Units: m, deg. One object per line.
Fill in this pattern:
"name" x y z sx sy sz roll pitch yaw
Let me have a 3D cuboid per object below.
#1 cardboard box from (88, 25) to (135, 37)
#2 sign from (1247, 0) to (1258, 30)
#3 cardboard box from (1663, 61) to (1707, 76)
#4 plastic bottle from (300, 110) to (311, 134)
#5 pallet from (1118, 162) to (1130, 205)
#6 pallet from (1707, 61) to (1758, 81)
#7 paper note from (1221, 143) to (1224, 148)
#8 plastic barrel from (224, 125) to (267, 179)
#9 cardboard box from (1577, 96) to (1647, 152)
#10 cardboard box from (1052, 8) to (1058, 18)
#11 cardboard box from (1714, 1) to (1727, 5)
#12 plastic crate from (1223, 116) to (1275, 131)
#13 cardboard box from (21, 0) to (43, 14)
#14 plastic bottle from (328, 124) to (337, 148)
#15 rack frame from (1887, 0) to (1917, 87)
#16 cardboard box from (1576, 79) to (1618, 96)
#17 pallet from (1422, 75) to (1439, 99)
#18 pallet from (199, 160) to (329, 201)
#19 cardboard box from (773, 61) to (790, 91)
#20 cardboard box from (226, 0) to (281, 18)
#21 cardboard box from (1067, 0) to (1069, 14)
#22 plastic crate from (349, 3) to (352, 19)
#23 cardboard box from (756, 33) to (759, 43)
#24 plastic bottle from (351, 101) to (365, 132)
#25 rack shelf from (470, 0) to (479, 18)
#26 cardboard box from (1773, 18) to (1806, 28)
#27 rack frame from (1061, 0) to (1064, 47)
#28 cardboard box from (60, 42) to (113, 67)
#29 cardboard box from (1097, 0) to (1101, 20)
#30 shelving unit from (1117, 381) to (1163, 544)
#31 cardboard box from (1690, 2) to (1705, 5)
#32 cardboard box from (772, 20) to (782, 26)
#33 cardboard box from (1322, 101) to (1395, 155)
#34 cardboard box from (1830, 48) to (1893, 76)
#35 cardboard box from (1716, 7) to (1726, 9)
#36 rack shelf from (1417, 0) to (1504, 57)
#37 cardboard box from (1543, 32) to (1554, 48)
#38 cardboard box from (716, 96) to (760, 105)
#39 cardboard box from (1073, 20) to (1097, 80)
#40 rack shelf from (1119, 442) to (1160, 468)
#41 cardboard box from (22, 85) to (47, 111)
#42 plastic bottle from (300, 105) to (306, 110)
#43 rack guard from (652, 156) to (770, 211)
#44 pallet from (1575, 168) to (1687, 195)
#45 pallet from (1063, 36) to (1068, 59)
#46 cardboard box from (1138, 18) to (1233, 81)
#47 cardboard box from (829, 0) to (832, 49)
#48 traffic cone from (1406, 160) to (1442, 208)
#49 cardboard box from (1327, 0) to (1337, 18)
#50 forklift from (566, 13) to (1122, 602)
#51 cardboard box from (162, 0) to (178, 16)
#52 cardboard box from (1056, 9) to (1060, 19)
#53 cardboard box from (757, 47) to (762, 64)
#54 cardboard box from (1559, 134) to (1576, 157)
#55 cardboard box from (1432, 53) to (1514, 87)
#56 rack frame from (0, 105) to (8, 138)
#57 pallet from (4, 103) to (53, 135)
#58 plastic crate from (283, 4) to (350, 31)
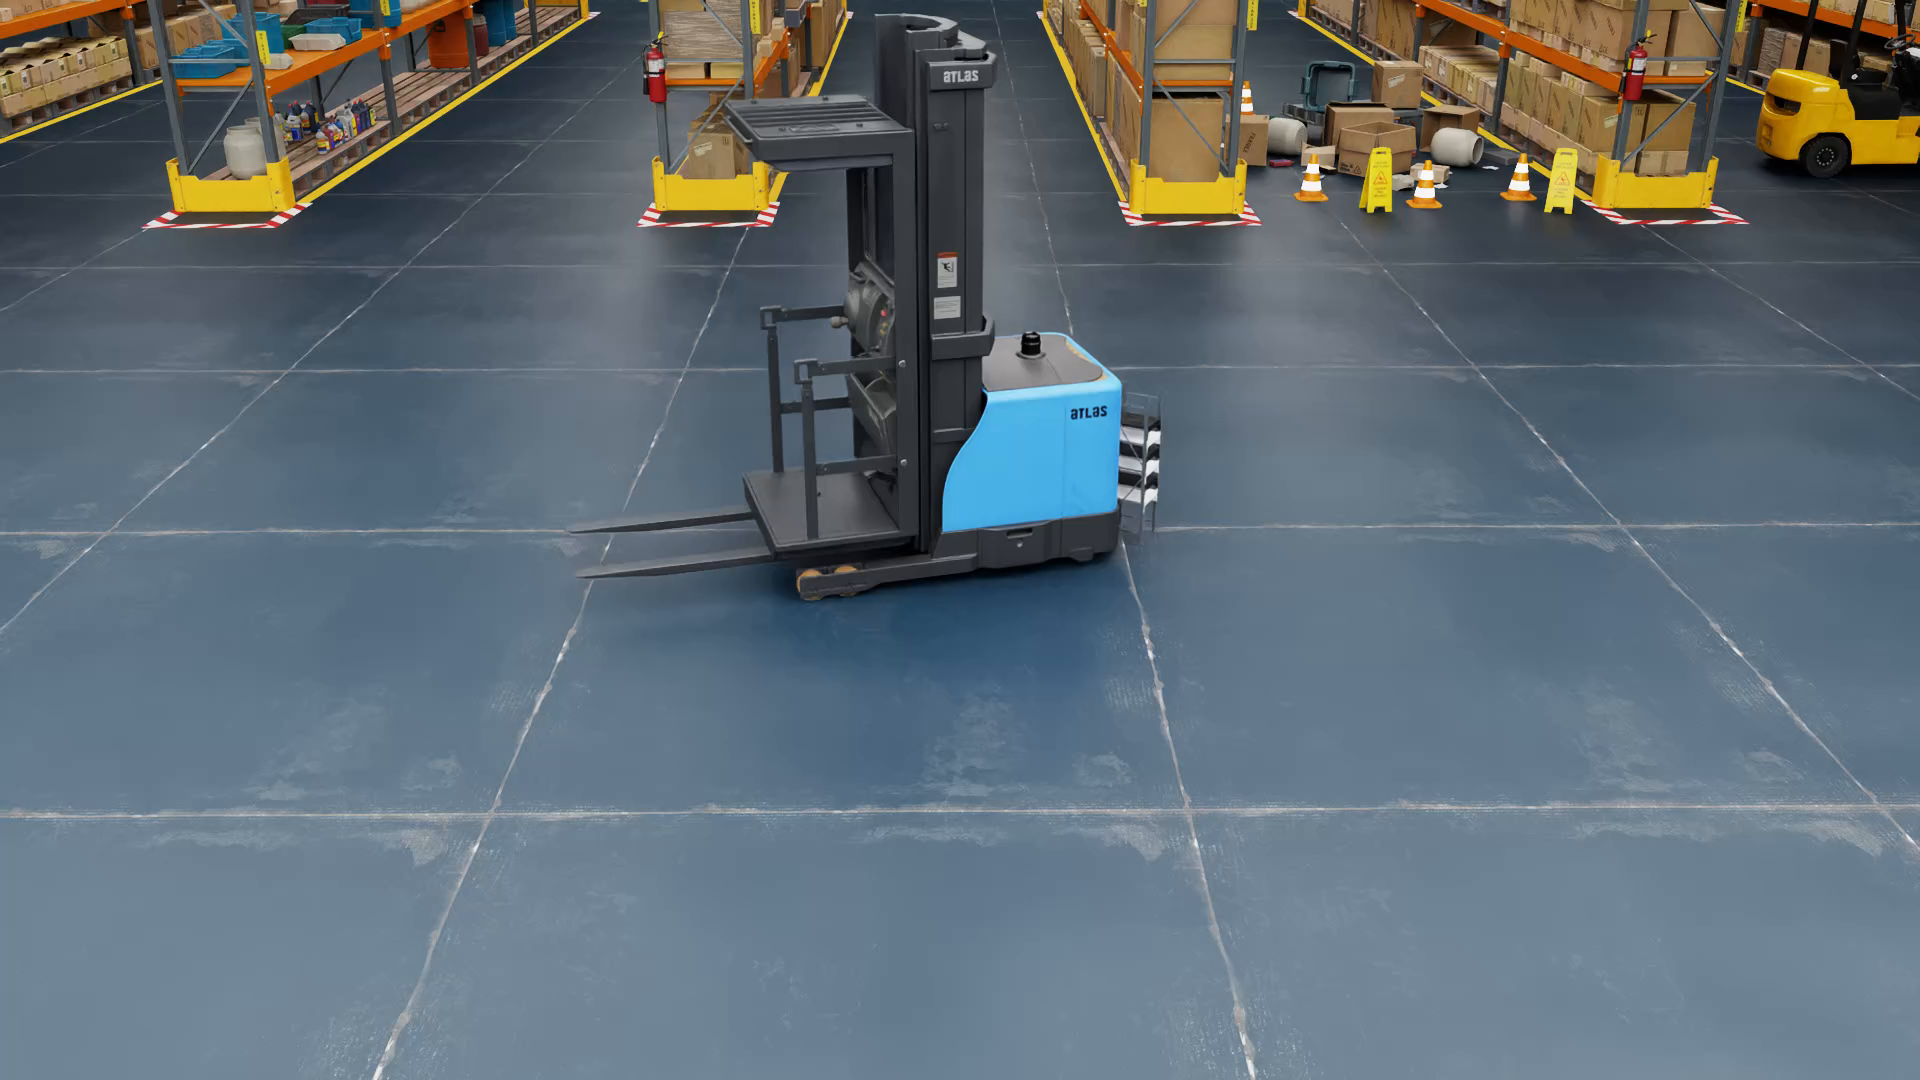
"cardboard box" -12.838 -7.543 25.287 0.500 0.500 0.500 1 24 2
"sign" 2.915 -5.255 16.582 0.100 0.325 0.005 0 24 -1
"cardboard box" 7.512 -4.915 17.281 0.380 0.149 0.250 0 24 0
"plastic bottle" -7.880 -5.033 20.016 0.097 0.271 0.097 0 24 0
"pallet" 2.273 -3.883 18.079 1.003 0.211 1.213 0 24 -1
"pallet" 12.215 -7.246 25.515 1.003 0.211 1.213 0 24 -1
"paper note" 3.230 -4.847 20.429 0.147 0.020 0.142 -19 31 -36
"plastic barrel" -7.637 -4.150 17.795 0.421 0.512 0.421 0 24 0
"cardboard box" 7.040 -4.497 17.971 0.500 0.500 0.500 0 24 0
"cardboard box" 1.873 -9.569 30.217 0.380 0.149 0.250 -1 24 -3
"cardboard box" 12.432 -8.627 26.921 0.380 0.149 0.250 0 24 1
"plastic crate" 3.629 -5.152 20.843 0.450 0.188 0.662 3 22 31
"cardboard box" -12.553 -7.234 21.984 0.500 0.500 0.500 0 24 0
"plastic bottle" -7.265 -4.668 19.209 0.097 0.271 0.097 0 24 0
"rack frame" 12.229 -6.560 20.615 1.000 3.000 0.127 0 24 -1
"cardboard box" 6.968 -4.944 18.171 0.380 0.149 0.250 0 24 1
"pallet" 7.229 -6.592 24.069 1.003 0.211 1.213 0 24 -1
"pallet" -7.604 -3.917 18.154 1.003 0.211 1.213 0 24 -1
"cardboard box" -2.616 -6.003 21.883 0.700 0.500 0.500 0 24 -1
"cardboard box" -12.663 -9.582 29.793 0.797 0.503 0.637 0 24 -1
"cardboard box" 1.982 -8.638 26.823 0.500 0.250 0.500 0 24 1
"plastic crate" -7.920 -6.915 21.420 0.392 0.384 0.575 0 24 -1
"cardboard box" -2.667 -5.663 18.149 0.875 0.500 0.500 0 24 -1
"plastic bottle" -7.299 -5.120 20.111 0.144 0.351 0.185 -1 24 -3
"rack shelf" -7.662 -8.614 26.029 1.077 0.370 4.000 0 24 -1
"cardboard box" 12.491 -7.773 25.032 0.380 0.149 0.250 1 24 2
"rack frame" 2.229 -9.769 27.710 1.000 3.000 0.127 0 24 -1
"cardboard box" -12.329 -6.862 23.429 0.500 0.311 0.500 -1 24 -1
"cardboard box" 2.038 -6.940 21.333 0.500 0.500 0.500 -1 24 -1
"shelving unit" 1.002 -0.445 9.642 0.258 0.900 0.210 12 27 25
"cardboard box" 7.572 -5.479 17.742 0.500 0.500 0.500 0 24 1
"cardboard box" -2.355 -6.187 20.095 0.380 0.149 0.250 0 24 -1
"cardboard box" 4.740 -4.910 19.831 0.797 0.637 0.503 0 24 -1
"cardboard box" 12.211 -6.204 22.200 0.875 0.625 0.625 0 24 -1
"cardboard box" 11.940 -8.305 26.210 0.380 0.149 0.250 -1 24 -3
"rack shelf" 7.244 -7.033 22.533 1.077 0.370 4.000 0 24 -1
"cardboard box" 6.953 -5.763 19.158 0.380 0.149 0.250 0 24 0
"cardboard box" -2.580 -4.888 19.441 0.500 0.500 0.500 -2 24 -5
"cardboard box" 2.190 -7.036 23.887 1.050 0.750 0.750 -1 24 -1
"rack shelf" 1.002 -0.497 9.619 0.258 0.077 0.200 12 27 25
"cardboard box" -12.311 -5.765 21.684 0.500 0.250 0.500 0 24 1
"plastic bottle" -8.001 -5.163 20.296 0.152 0.276 0.135 1 24 1
"rack guard" -2.601 -3.736 17.404 1.175 0.500 0.348 0 24 -1
"pallet" 7.335 -3.984 18.302 1.003 0.211 1.213 0 24 -1
"pallet" 2.239 -8.178 27.575 1.003 0.211 1.213 0 24 -1
"cardboard box" 2.311 -5.045 17.083 0.875 0.550 0.550 0 24 -1
"cardboard box" -2.694 -8.380 26.707 1.225 0.875 0.875 -1 24 -2
"traffic cone" 4.908 -3.759 17.499 0.336 0.463 0.334 0 24 -1
"cardboard box" 7.260 -9.856 30.503 0.875 0.438 0.875 0 24 1
"forklift" -0.673 -1.245 8.946 3.031 2.935 1.130 -7 25 -15
"cardboard box" -12.865 -8.536 26.573 0.500 0.250 0.500 0 24 0
"cardboard box" 1.872 -9.147 28.923 0.380 0.149 0.250 -1 24 -2
"cardboard box" -2.356 -5.260 18.044 0.380 0.149 0.250 0 24 -1
"cardboard box" 7.033 -4.372 18.604 0.500 0.250 0.500 0 24 0
"cardboard box" 7.234 -6.642 23.474 0.950 0.372 0.625 -1 24 -2
"rack frame" -12.550 -6.449 20.369 1.000 3.000 0.127 0 24 -1
"pallet" -12.597 -5.482 21.614 1.003 0.211 1.213 0 24 -1
"plastic crate" -7.718 -6.225 19.949 0.767 0.338 0.504 0 24 -1
